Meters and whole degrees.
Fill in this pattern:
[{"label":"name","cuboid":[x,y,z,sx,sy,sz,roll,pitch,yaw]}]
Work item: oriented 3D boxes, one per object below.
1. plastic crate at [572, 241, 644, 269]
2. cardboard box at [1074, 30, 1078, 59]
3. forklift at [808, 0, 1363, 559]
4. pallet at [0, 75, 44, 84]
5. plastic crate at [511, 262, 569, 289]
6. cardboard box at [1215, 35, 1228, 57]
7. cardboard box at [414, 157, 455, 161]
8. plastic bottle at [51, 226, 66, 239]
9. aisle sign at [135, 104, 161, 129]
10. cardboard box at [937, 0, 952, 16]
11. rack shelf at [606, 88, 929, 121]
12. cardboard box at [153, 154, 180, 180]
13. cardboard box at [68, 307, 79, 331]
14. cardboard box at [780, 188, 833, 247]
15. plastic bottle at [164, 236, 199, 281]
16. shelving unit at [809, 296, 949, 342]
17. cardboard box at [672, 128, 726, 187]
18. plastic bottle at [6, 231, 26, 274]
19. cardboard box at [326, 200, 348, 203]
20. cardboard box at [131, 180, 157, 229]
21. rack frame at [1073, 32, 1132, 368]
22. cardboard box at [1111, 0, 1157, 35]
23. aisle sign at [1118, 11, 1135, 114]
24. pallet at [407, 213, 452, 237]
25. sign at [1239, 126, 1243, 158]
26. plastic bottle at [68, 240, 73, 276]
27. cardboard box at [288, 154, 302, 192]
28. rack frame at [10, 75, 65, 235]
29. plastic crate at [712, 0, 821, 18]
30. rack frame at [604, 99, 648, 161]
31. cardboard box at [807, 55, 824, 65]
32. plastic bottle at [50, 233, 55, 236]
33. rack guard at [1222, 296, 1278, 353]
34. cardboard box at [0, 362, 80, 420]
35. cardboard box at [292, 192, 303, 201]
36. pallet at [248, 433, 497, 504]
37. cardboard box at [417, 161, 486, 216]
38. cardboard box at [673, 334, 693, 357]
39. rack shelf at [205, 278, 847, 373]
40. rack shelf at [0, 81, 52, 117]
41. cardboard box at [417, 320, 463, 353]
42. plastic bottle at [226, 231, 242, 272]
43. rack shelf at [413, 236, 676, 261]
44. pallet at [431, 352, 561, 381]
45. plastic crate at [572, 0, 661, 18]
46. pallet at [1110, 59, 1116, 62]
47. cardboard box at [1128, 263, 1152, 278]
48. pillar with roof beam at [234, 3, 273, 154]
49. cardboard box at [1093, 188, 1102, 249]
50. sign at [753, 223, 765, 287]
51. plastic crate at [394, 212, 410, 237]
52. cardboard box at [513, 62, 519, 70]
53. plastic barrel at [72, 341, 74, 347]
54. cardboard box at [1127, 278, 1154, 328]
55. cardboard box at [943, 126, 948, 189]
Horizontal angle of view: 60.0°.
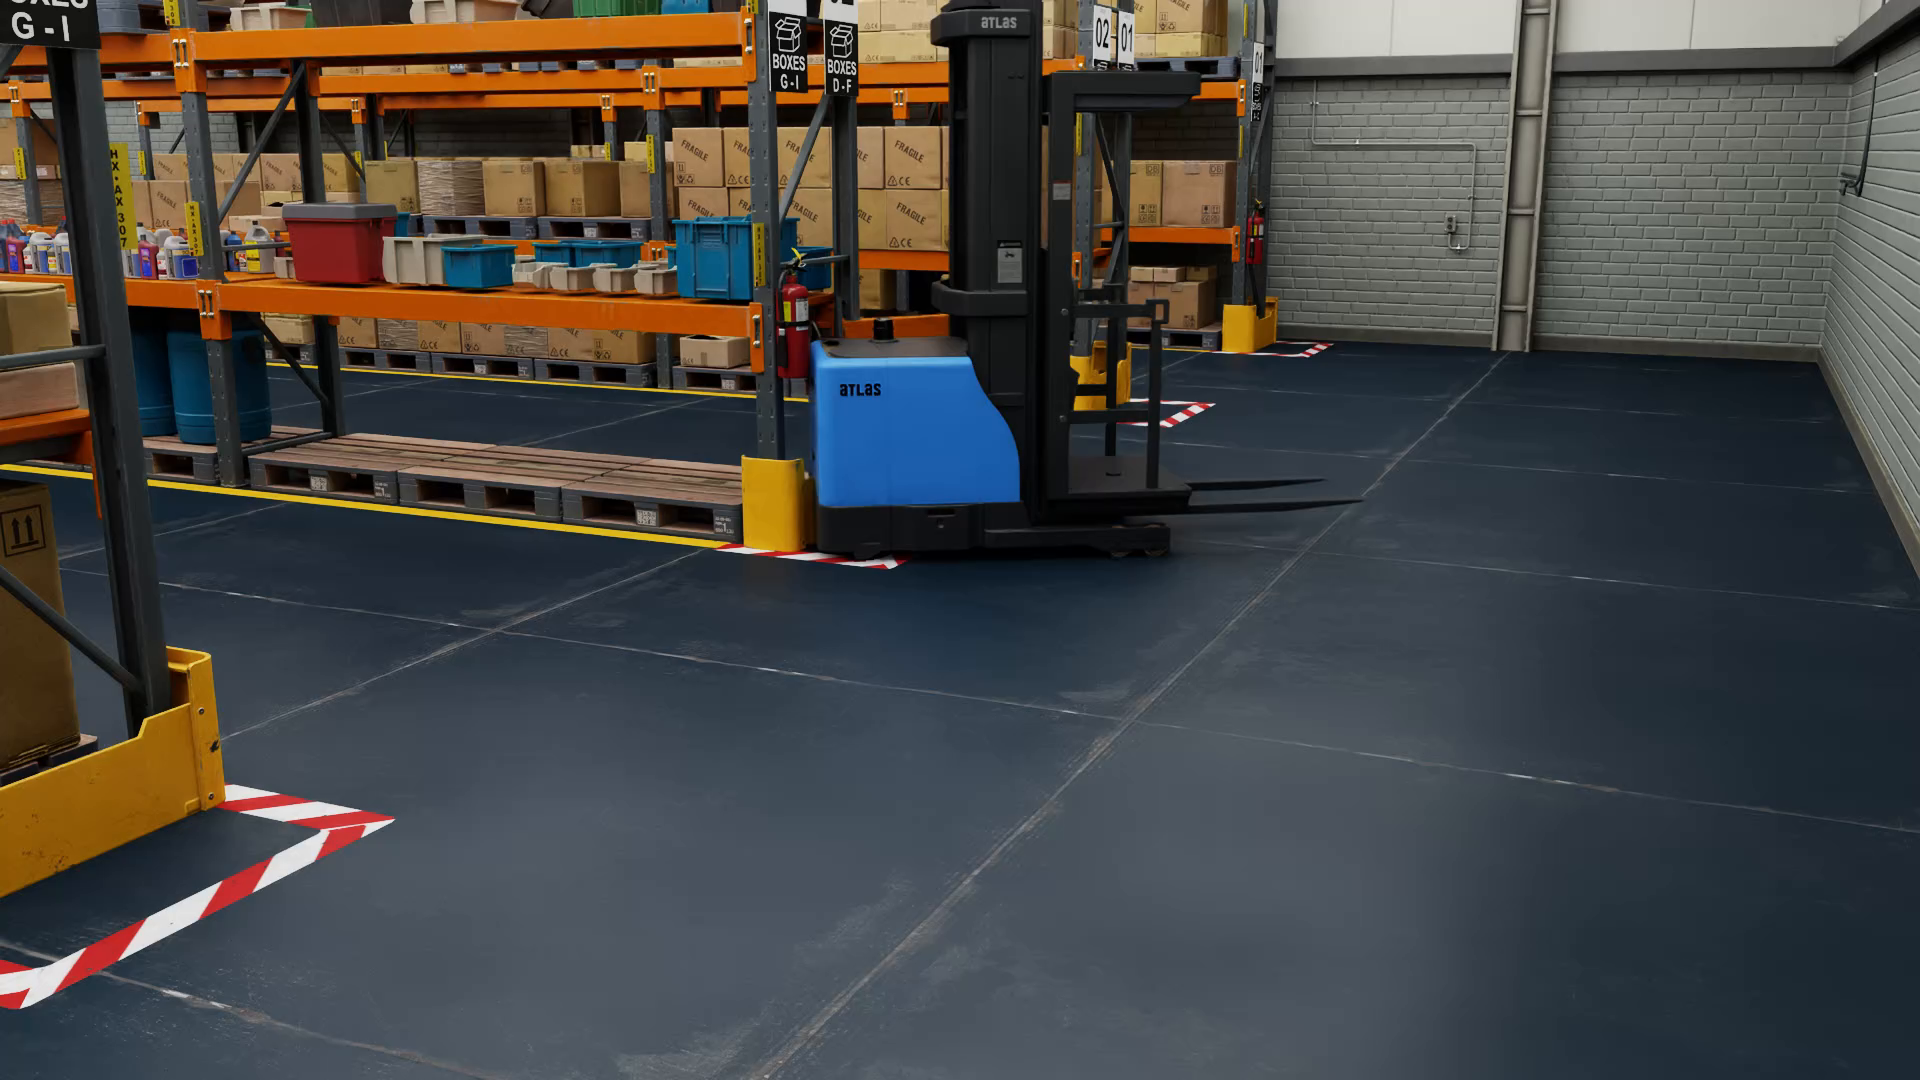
[{"label":"plastic crate","cuboid":[-2.135,-1.688,10.116,0.300,0.233,0.416,6,14,23]},{"label":"cardboard box","cuboid":[0.804,-4.049,13.705,0.500,0.250,0.500,6,14,23]},{"label":"forklift","cuboid":[0.692,-1.456,9.045,3.031,2.935,1.130,-2,13,-8]},{"label":"pallet","cuboid":[-10.591,-5.162,18.315,1.213,0.211,1.003,6,14,23]},{"label":"plastic crate","cuboid":[-2.460,-1.539,9.693,0.250,0.136,0.298,6,14,23]},{"label":"cardboard box","cuboid":[2.605,-5.355,18.134,0.500,0.250,0.500,7,15,26]},{"label":"cardboard box","cuboid":[-6.838,-4.862,22.225,0.500,0.500,0.700,7,15,29]},{"label":"plastic bottle","cuboid":[-6.455,-2.109,11.930,0.133,0.283,0.061,6,14,23]},{"label":"aisle sign","cuboid":[-11.643,-6.286,23.786,0.004,0.787,0.394,6,14,23]},{"label":"cardboard box","cuboid":[0.140,-4.232,13.392,0.500,0.250,0.500,6,14,23]},{"label":"rack shelf","cuboid":[-2.312,-5.261,20.118,4.000,0.370,1.077,6,14,23]},{"label":"cardboard box","cuboid":[-11.140,-5.271,23.795,0.500,0.500,0.500,6,14,23]},{"label":"cardboard box","cuboid":[-9.533,-2.448,18.220,0.500,0.250,0.500,5,14,22]},{"label":"cardboard box","cuboid":[-1.205,-2.782,14.326,0.500,0.500,0.500,6,14,23]},{"label":"plastic bottle","cuboid":[-4.988,-1.805,10.653,0.135,0.276,0.152,6,14,23]},{"label":"shelving unit","cuboid":[-0.305,-0.928,10.031,1.048,1.125,0.538,-7,9,-24]},{"label":"cardboard box","cuboid":[-2.170,-3.364,14.617,0.500,0.500,0.500,6,15,25]},{"label":"plastic bottle","cuboid":[-6.348,-1.935,11.191,0.133,0.283,0.061,6,14,23]},{"label":"cardboard box","cuboid":[-6.459,-3.300,16.949,0.500,0.311,0.500,7,15,27]},{"label":"cardboard box","cuboid":[-8.624,-3.597,17.797,0.500,0.500,0.500,7,15,27]},{"label":"rack frame","cuboid":[1.171,-2.561,13.602,0.127,3.000,1.000,6,14,23]},{"label":"cardboard box","cuboid":[1.941,-5.661,17.795,0.500,0.500,0.500,6,15,25]},{"label":"aisle sign","cuboid":[1.352,-3.881,13.539,0.004,0.787,0.394,6,14,23]},{"label":"pallet","cuboid":[-5.496,-3.160,16.574,1.003,0.211,1.213,6,14,23]},{"label":"sign","cuboid":[2.941,-4.163,17.376,0.005,0.325,0.100,6,14,23]},{"label":"plastic bottle","cuboid":[-5.783,-1.886,10.996,0.135,0.276,0.152,6,14,23]},{"label":"cardboard box","cuboid":[-8.814,-5.032,22.777,0.500,0.500,0.500,6,14,23]},{"label":"rack frame","cuboid":[-9.801,-3.671,18.334,0.127,3.000,1.000,6,14,23]},{"label":"plastic crate","cuboid":[-1.078,-3.017,9.266,0.590,0.269,0.497,6,14,23]},{"label":"rack frame","cuboid":[-4.141,-4.336,21.167,0.127,3.000,1.000,6,14,23]},{"label":"cardboard box","cuboid":[-1.230,-4.128,14.042,0.500,0.250,0.500,6,14,23]},{"label":"plastic bottle","cuboid":[-6.566,-2.156,12.132,0.133,0.283,0.061,6,14,23]},{"label":"rack guard","cuboid":[3.196,-2.377,18.289,0.348,0.500,1.175,6,14,23]},{"label":"cardboard box","cuboid":[-3.036,-0.471,5.248,0.250,0.149,0.380,6,14,24]},{"label":"cardboard box","cuboid":[-8.806,-4.671,22.880,0.500,0.250,0.500,6,14,23]},{"label":"pallet","cuboid":[-3.808,-0.479,10.835,1.213,0.211,1.003,6,14,23]},{"label":"cardboard box","cuboid":[-4.764,-3.395,16.018,0.500,0.500,0.700,9,16,34]},{"label":"cardboard box","cuboid":[-2.830,-2.024,15.822,0.500,0.500,0.500,5,14,21]},{"label":"rack shelf","cuboid":[-2.668,-1.361,10.065,4.000,0.370,1.077,6,14,23]},{"label":"rack shelf","cuboid":[-11.630,-4.966,18.862,4.000,0.370,1.077,6,14,23]},{"label":"cardboard box","cuboid":[-4.906,-2.102,16.154,0.500,0.500,0.500,6,14,22]},{"label":"plastic bottle","cuboid":[-4.983,-1.985,11.431,0.097,0.271,0.097,0,13,0]},{"label":"rack shelf","cuboid":[-4.315,-2.766,16.050,4.000,0.370,1.077,6,14,23]},{"label":"pallet","cuboid":[-4.365,-1.753,16.265,1.213,0.211,1.003,6,14,23]},{"label":"plastic crate","cuboid":[-1.857,-2.915,9.011,0.336,0.188,0.450,6,14,23]},{"label":"pallet","cuboid":[1.372,-5.192,18.443,1.213,0.211,1.003,6,14,23]},{"label":"cardboard box","cuboid":[1.996,-3.043,18.790,0.250,0.149,0.380,6,14,24]},{"label":"pillar with roof beam","cuboid":[-12.209,-7.214,20.299,0.400,9.000,9.100,6,14,23]},{"label":"cardboard box","cuboid":[0.872,-2.706,14.000,0.500,0.500,0.500,6,15,24]},{"label":"sign","cuboid":[-1.047,-1.490,8.680,0.005,0.325,0.100,6,14,23]},{"label":"plastic crate","cuboid":[-3.931,-1.946,10.886,0.575,0.384,0.392,6,14,23]},{"label":"cardboard box","cuboid":[-5.289,-5.996,21.404,0.637,0.503,0.797,8,15,31]},{"label":"plastic barrel","cuboid":[-6.667,-1.151,11.953,0.708,0.588,0.600,6,14,23]},{"label":"cardboard box","cuboid":[2.036,-2.673,18.635,0.500,0.500,0.700,6,14,23]},{"label":"cardboard box","cuboid":[0.190,-3.127,13.605,0.500,0.500,0.500,6,15,25]}]
